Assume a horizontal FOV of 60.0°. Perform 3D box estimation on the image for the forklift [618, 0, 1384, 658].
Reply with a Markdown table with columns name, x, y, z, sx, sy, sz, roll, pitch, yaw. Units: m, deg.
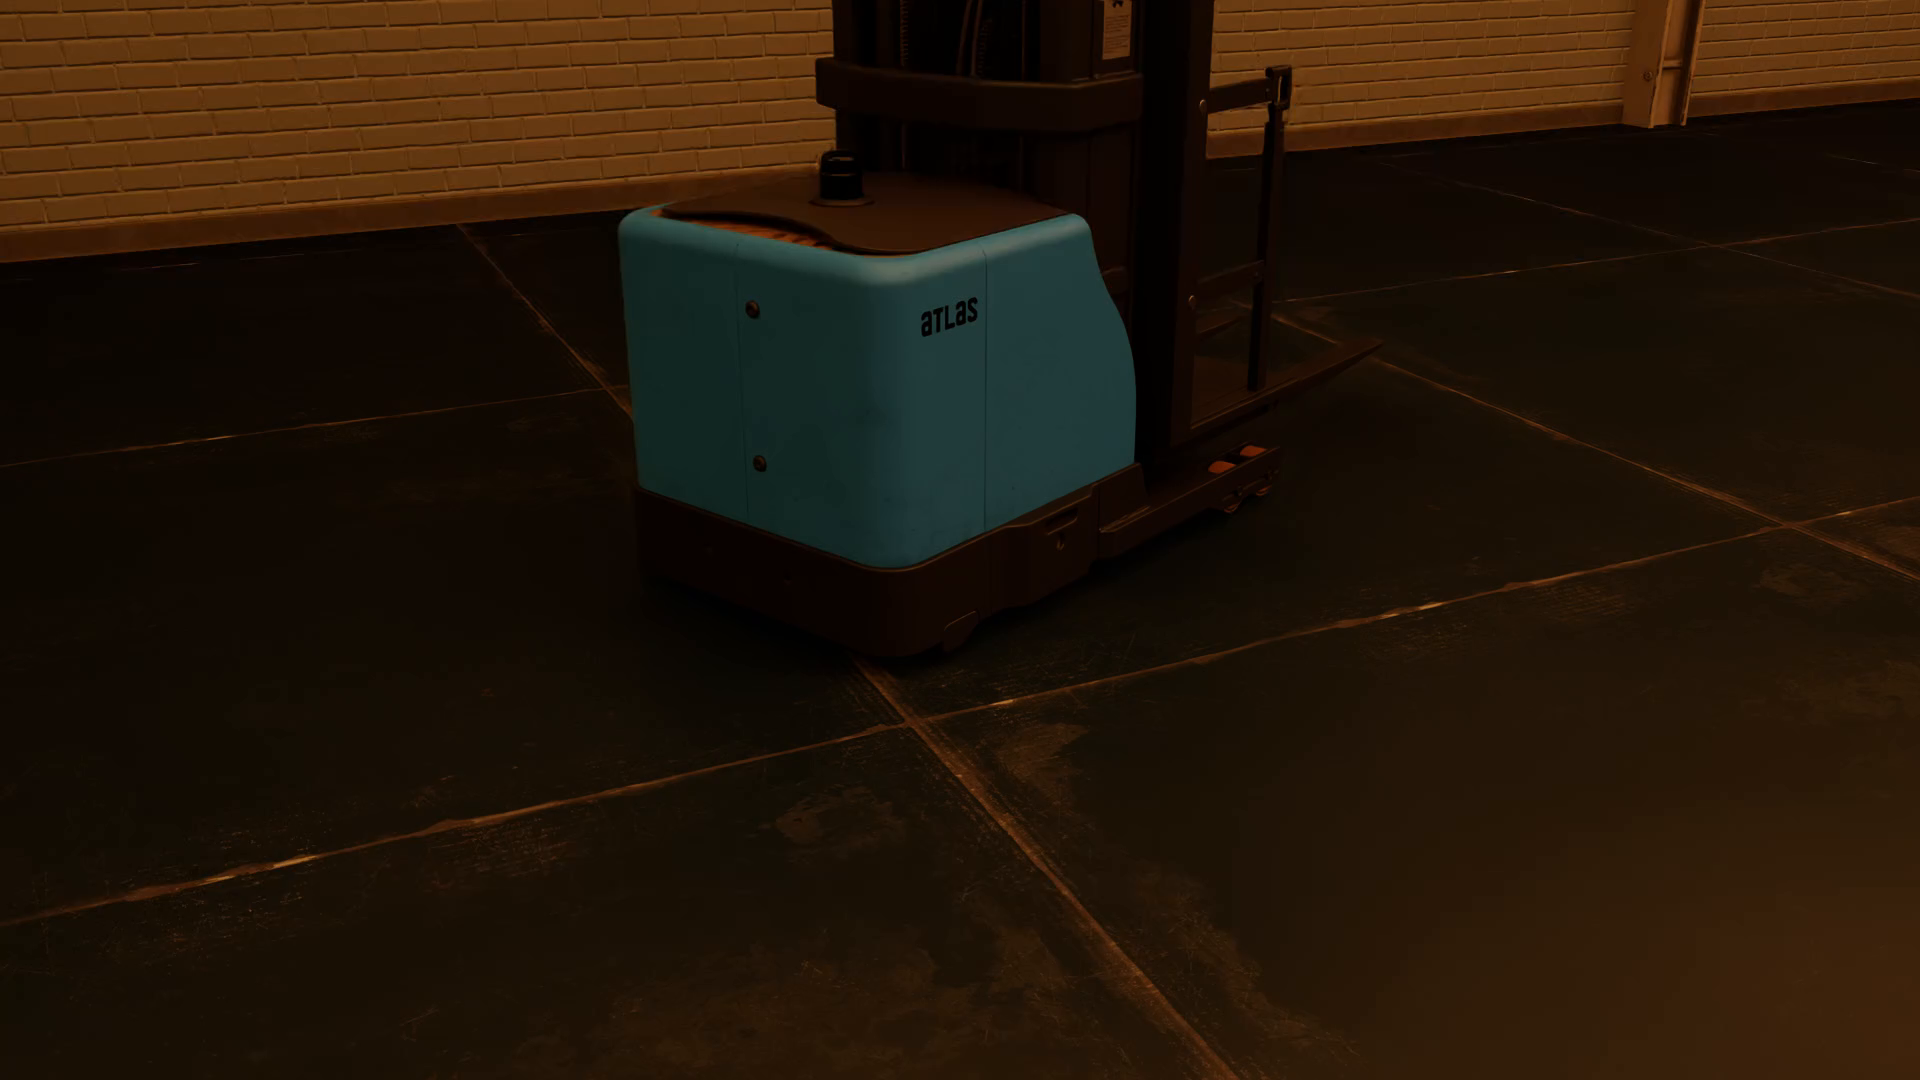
| name | x | y | z | sx | sy | sz | roll | pitch | yaw |
| --- | --- | --- | --- | --- | --- | --- | --- | --- | --- |
| forklift | 0.401 | -1.548 | 5.011 | 1.130 | 2.935 | 3.031 | 18 | 28 | 36 |
